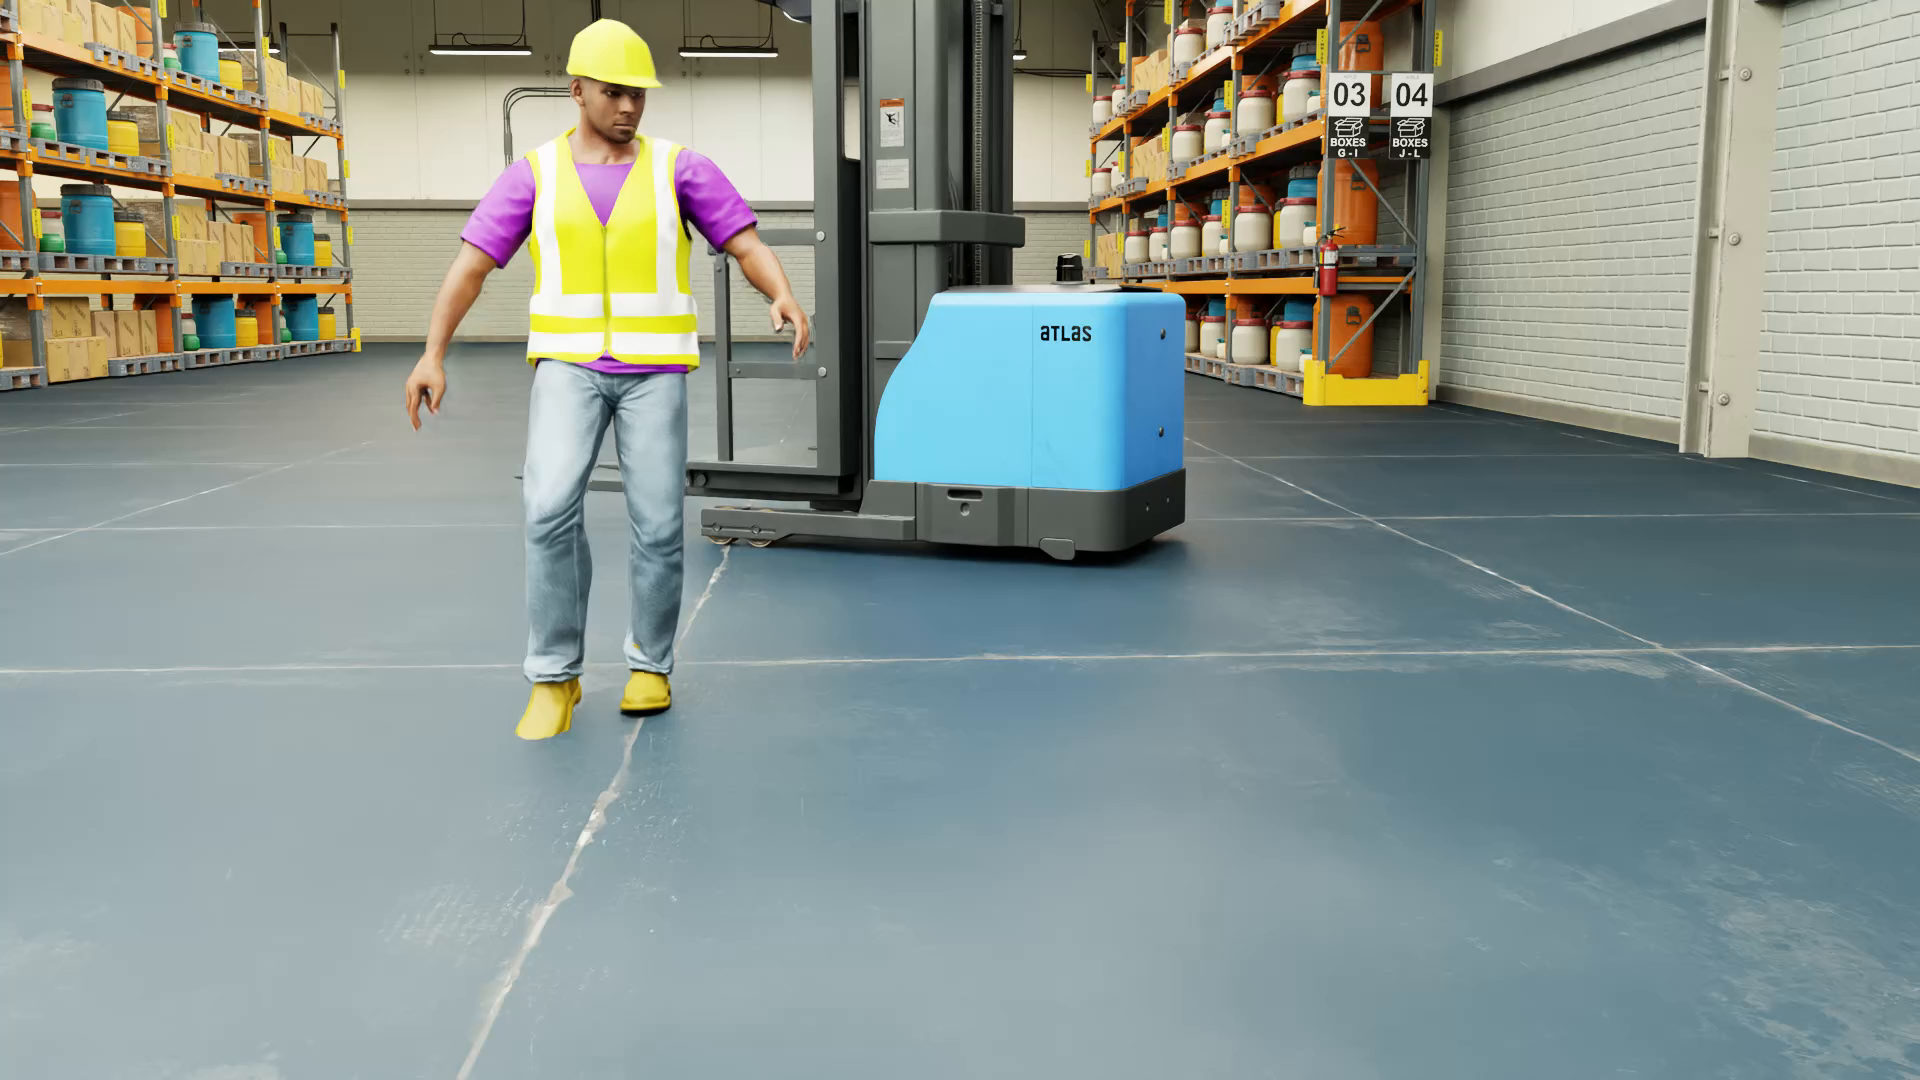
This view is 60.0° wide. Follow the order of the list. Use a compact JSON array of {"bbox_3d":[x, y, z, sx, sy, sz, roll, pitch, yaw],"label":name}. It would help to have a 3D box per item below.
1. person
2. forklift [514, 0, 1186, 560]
[{"bbox_3d":[-0.882,-0.392,4.185,1.004,1.792,0.533,-1,8,-6],"label":"person"},{"bbox_3d":[-0.570,-1.485,7.334,3.031,2.935,1.130,4,9,23],"label":"forklift"}]
